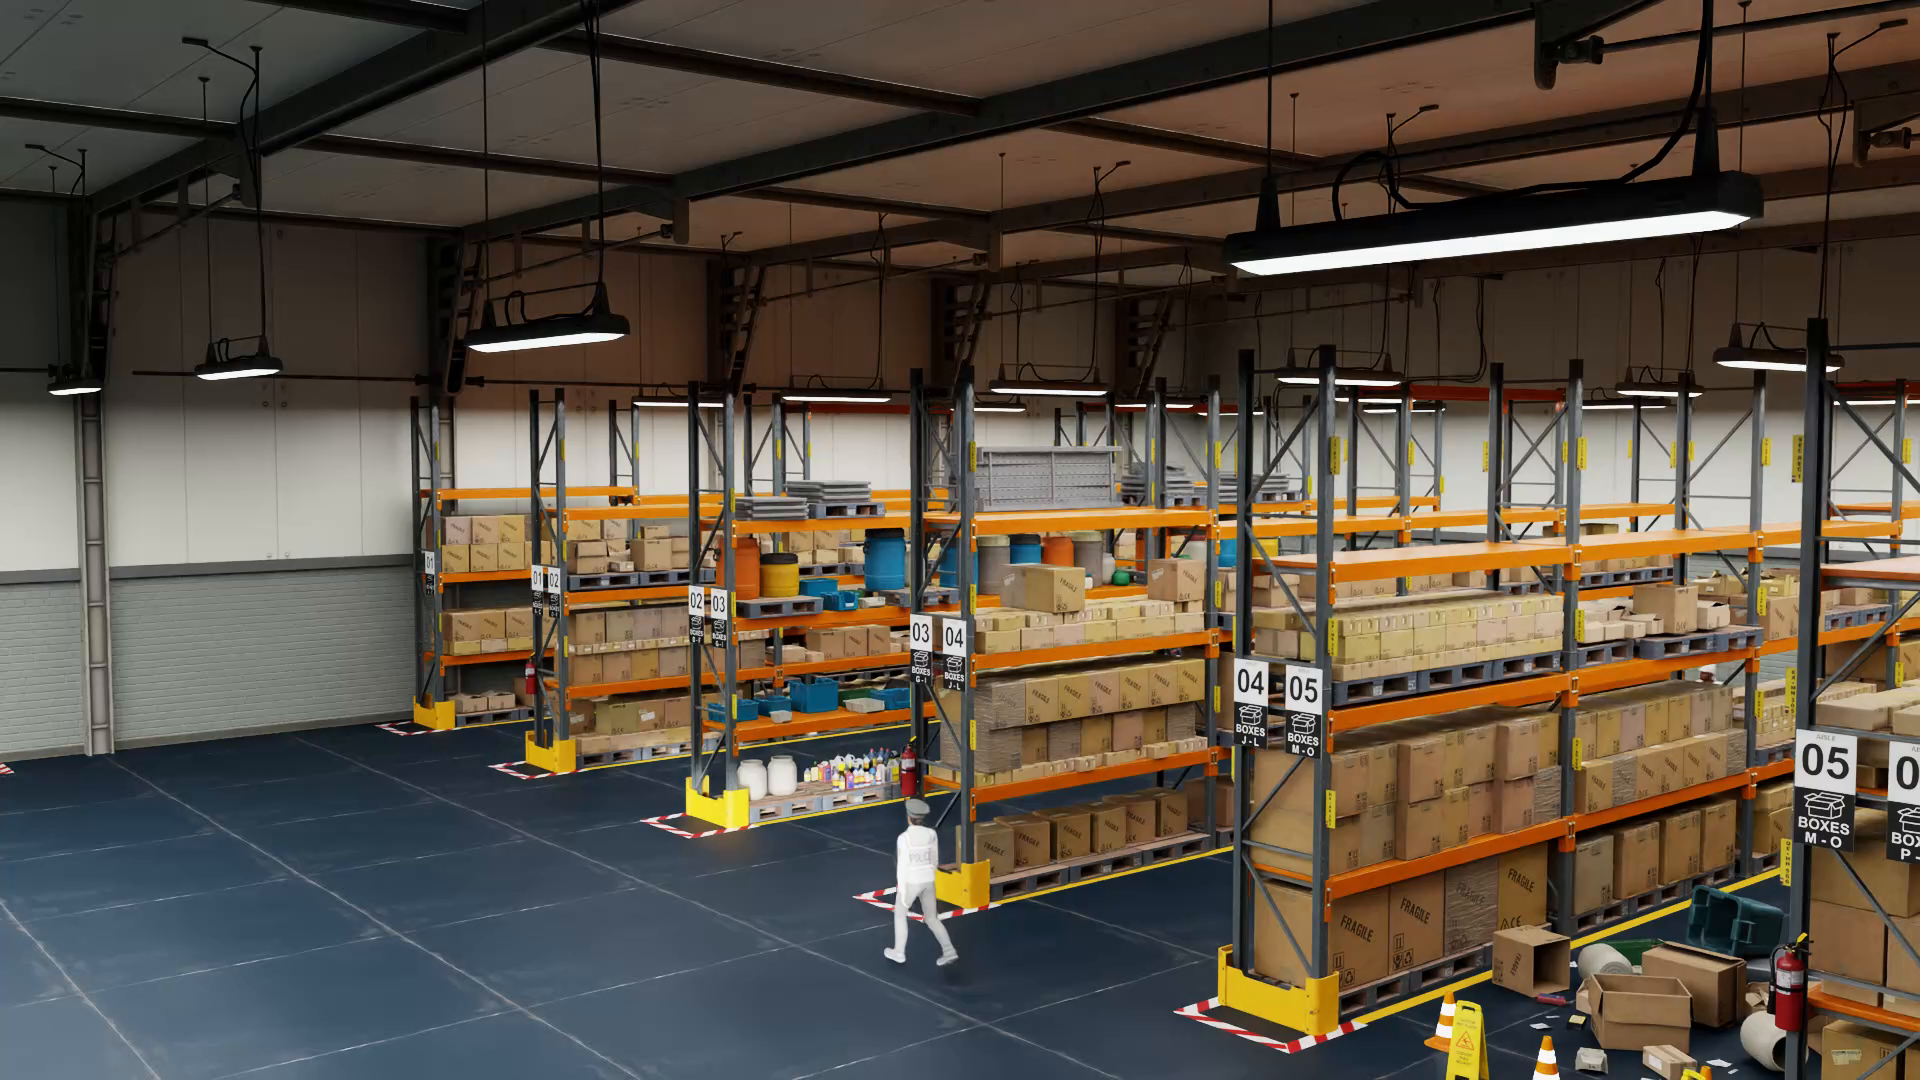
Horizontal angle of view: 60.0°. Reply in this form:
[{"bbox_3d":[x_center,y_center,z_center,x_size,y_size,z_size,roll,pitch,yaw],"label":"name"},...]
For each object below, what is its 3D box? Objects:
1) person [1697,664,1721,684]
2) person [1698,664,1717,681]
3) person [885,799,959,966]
[{"bbox_3d":[11.611,2.774,25.917,1.093,1.714,0.690,-3,5,-43],"label":"person"},{"bbox_3d":[13.718,2.547,30.529,0.432,1.593,0.453,3,5,42],"label":"person"},{"bbox_3d":[-0.405,3.368,16.279,0.486,1.642,0.970,-3,4,-37],"label":"person"}]
